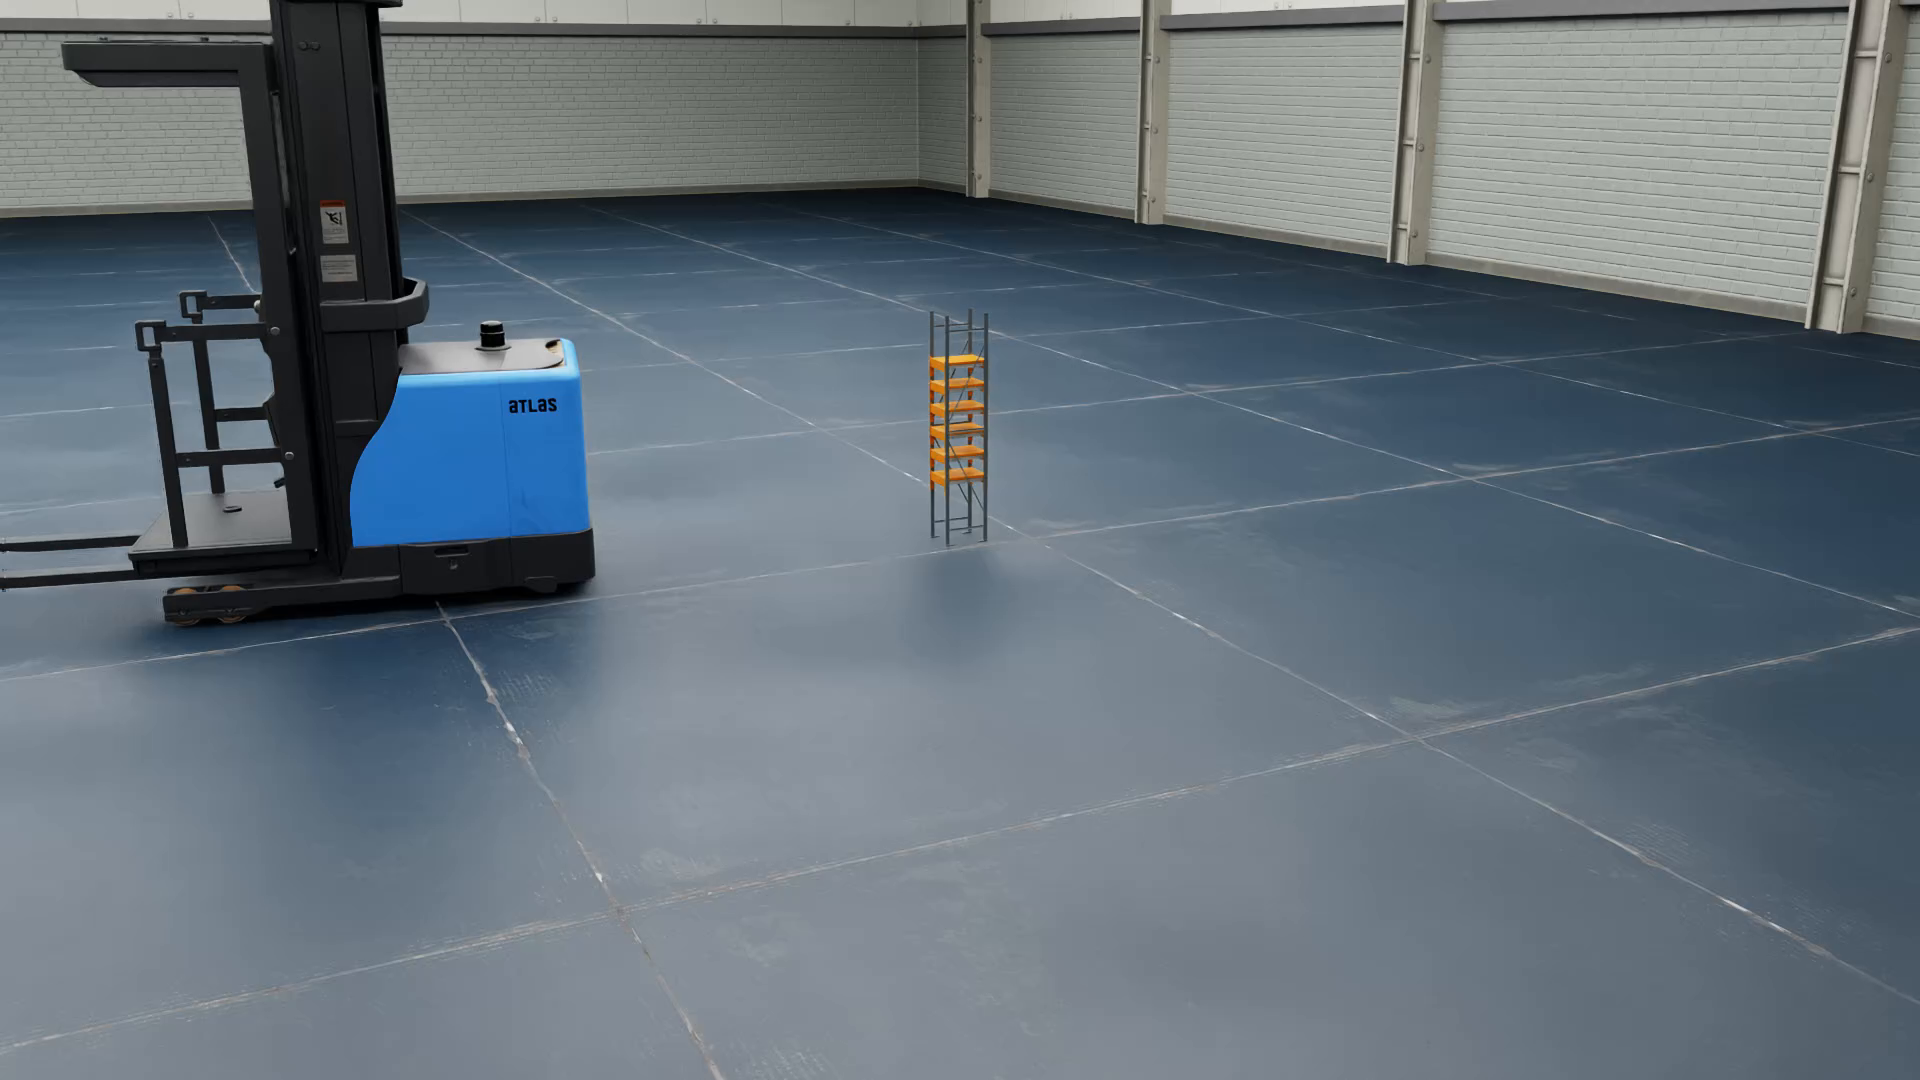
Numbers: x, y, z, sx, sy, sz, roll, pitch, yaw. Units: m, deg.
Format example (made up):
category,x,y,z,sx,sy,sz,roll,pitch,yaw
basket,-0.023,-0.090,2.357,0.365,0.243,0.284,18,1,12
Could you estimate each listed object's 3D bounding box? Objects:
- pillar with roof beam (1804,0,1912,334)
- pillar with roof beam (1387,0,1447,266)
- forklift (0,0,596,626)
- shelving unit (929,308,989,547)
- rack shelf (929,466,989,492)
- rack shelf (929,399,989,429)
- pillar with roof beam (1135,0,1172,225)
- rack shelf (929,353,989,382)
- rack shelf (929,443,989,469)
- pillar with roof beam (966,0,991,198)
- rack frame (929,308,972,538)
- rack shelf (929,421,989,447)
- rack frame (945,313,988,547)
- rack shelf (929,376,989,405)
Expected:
category,x,y,z,sx,sy,sz,roll,pitch,yaw
pillar with roof beam,4.352,-5.785,12.595,9.100,9.000,0.400,-8,18,-25
pillar with roof beam,1.723,-7.273,17.780,9.100,9.000,0.400,-8,18,-25
forklift,-3.307,-1.184,7.564,3.031,2.935,1.130,-4,16,-14
shelving unit,-0.006,-0.580,8.598,0.258,1.200,0.189,-8,18,-25
rack shelf,-0.006,-0.307,8.676,0.258,0.103,0.180,-8,18,-25
rack shelf,-0.006,-0.653,8.577,0.258,0.103,0.180,-8,18,-25
pillar with roof beam,-0.905,-8.760,22.964,9.100,9.000,0.400,-8,18,-25
rack shelf,-0.006,-0.884,8.511,0.258,0.103,0.180,-8,18,-25
rack shelf,-0.006,-0.422,8.643,0.258,0.103,0.180,-8,18,-25
pillar with roof beam,-3.534,-10.248,28.148,9.100,9.000,0.400,-8,18,-25
rack frame,-0.046,-0.603,8.677,0.240,1.200,0.006,-8,18,-25
rack shelf,-0.006,-0.538,8.610,0.258,0.103,0.180,-8,18,-25
rack frame,0.034,-0.558,8.519,0.240,1.200,0.006,-8,18,-25
rack shelf,-0.006,-0.768,8.544,0.258,0.103,0.180,-8,18,-25
